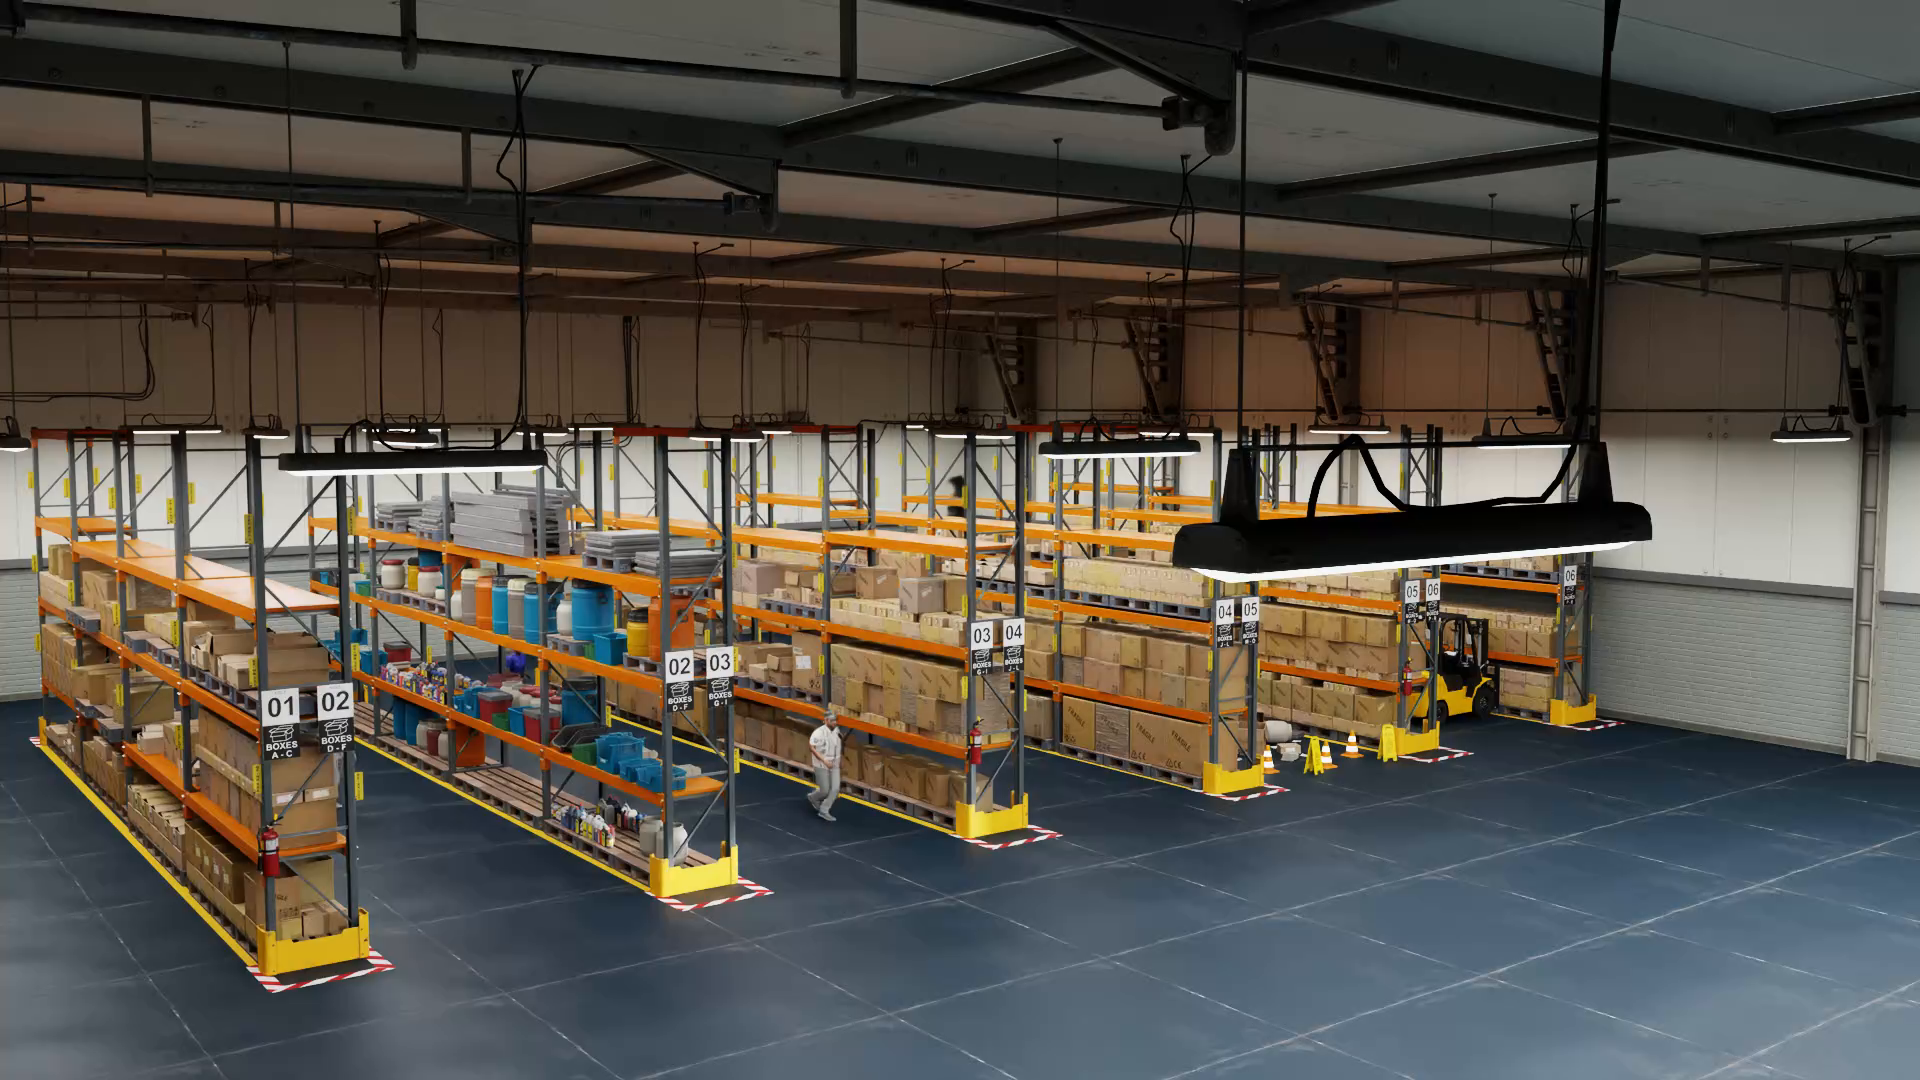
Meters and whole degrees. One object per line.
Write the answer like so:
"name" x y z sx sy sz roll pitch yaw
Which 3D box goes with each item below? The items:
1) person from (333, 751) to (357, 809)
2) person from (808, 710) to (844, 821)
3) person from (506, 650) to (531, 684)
"person" -9.978 3.464 26.445 0.785 1.585 0.598 2 5 28
"person" -2.130 3.464 25.766 0.648 1.725 0.658 -4 6 -42
"person" -9.123 2.927 33.989 0.713 1.501 0.576 4 6 41
